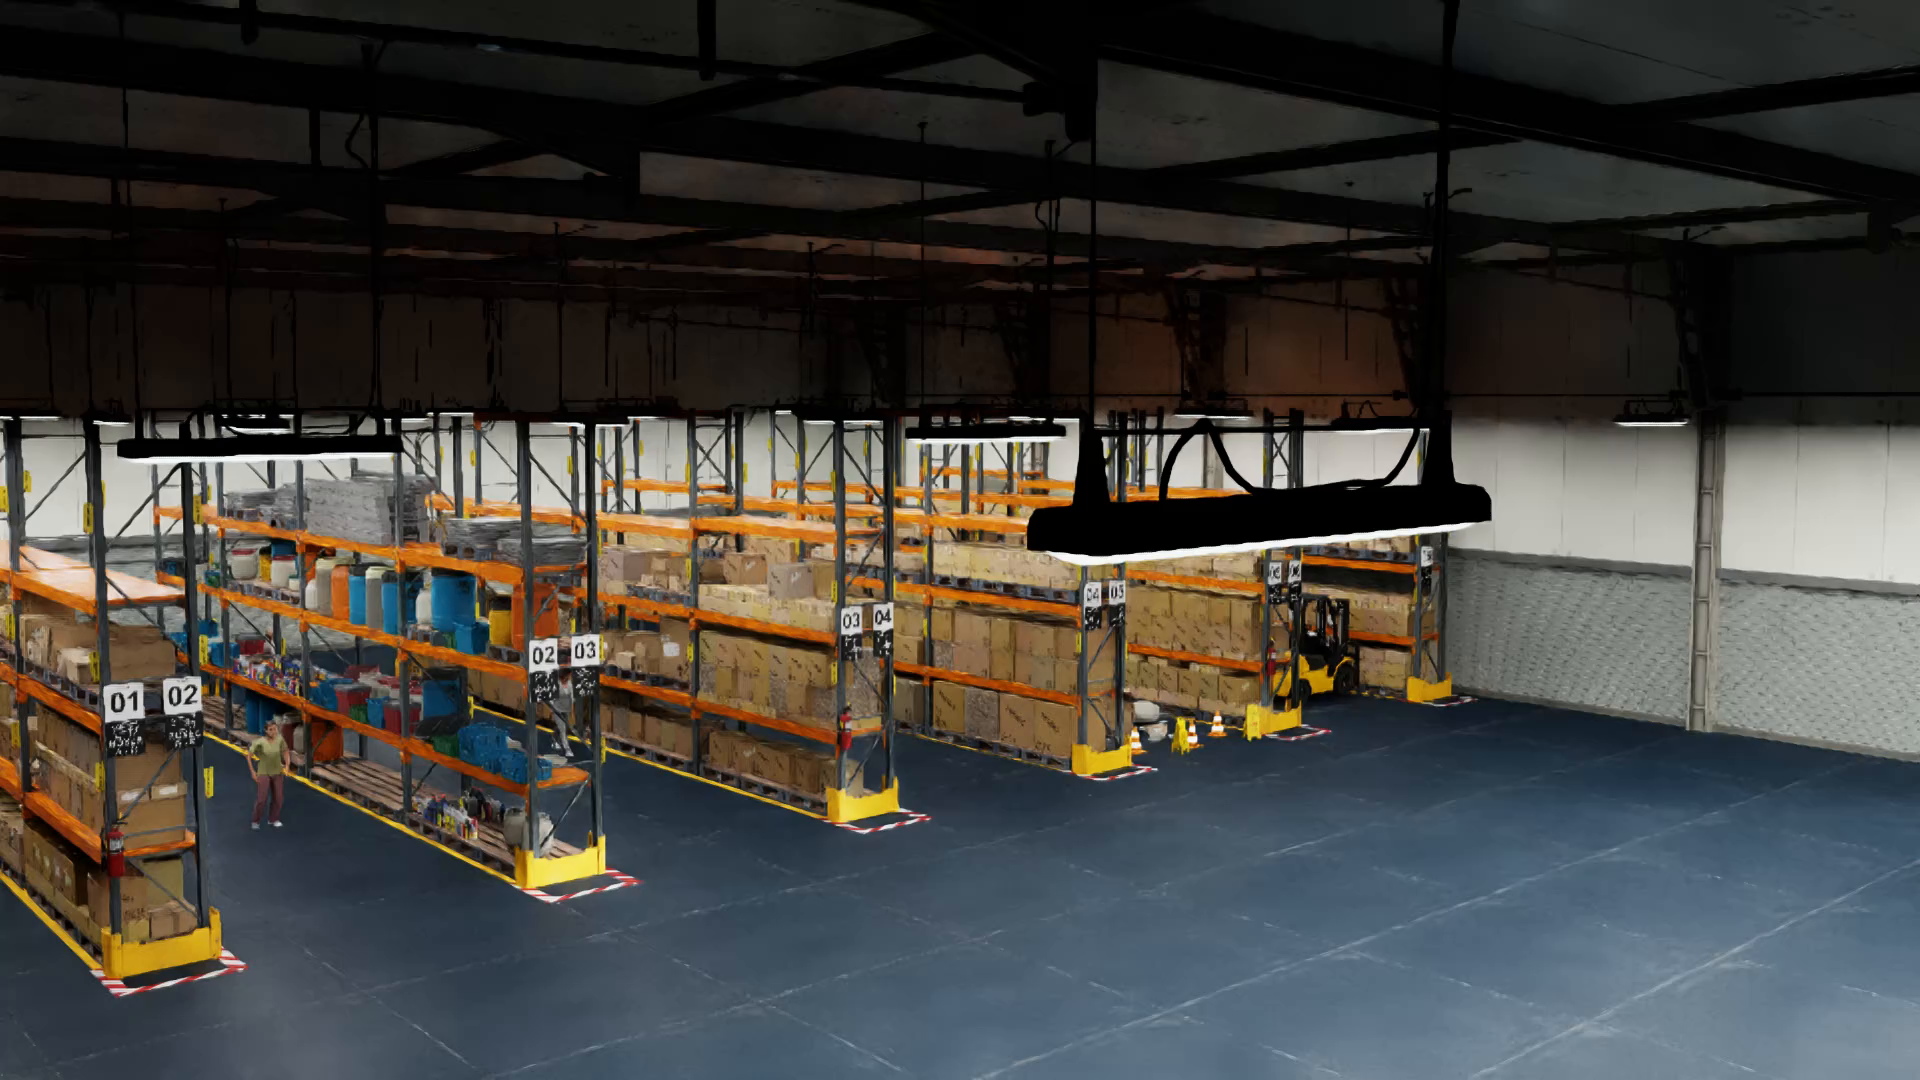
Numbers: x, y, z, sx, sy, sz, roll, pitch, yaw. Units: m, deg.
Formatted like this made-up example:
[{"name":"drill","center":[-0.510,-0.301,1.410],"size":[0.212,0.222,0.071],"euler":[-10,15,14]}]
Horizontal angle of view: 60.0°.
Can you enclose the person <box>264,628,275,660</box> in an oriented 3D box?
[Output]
[{"name":"person","center":[-13.324,2.634,32.249],"size":[0.449,1.709,0.695],"euler":[-5,7,-44]}]

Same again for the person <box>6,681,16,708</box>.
[{"name":"person","center":[-17.612,2.776,31.037],"size":[0.682,1.676,0.535],"euler":[-5,7,-43]}]

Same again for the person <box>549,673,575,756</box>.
[{"name":"person","center":[-6.966,2.989,29.239],"size":[0.416,1.512,1.028],"euler":[-5,7,-43]}]

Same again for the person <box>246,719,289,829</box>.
[{"name":"person","center":[-10.082,3.403,24.230],"size":[0.585,1.618,0.507],"euler":[-5,7,-43]}]
